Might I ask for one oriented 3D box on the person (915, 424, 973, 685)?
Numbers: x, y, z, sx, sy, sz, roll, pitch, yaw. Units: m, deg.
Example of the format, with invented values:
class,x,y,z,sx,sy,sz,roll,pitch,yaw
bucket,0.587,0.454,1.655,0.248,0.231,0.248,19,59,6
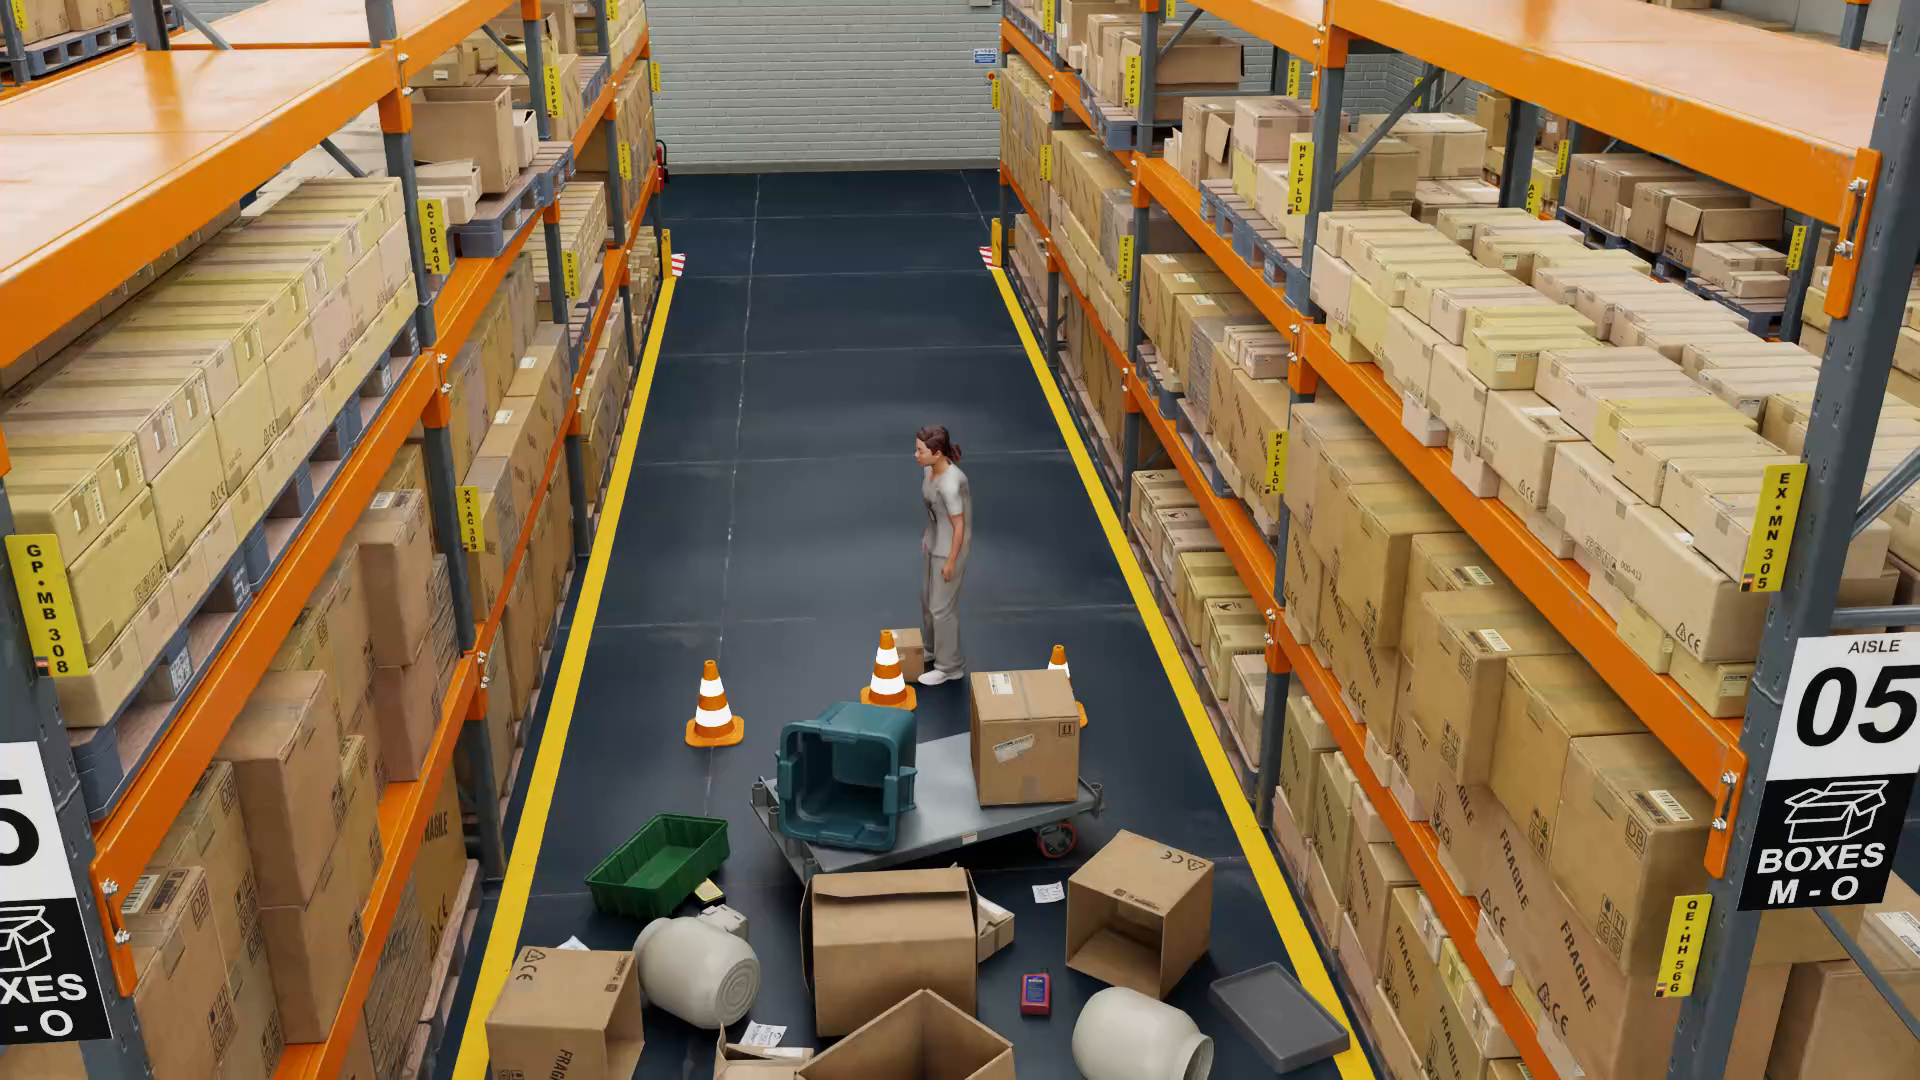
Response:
class,x,y,z,sx,sy,sz,roll,pitch,yaw
person,-0.122,0.068,10.160,0.366,1.671,0.503,-7,25,-16
